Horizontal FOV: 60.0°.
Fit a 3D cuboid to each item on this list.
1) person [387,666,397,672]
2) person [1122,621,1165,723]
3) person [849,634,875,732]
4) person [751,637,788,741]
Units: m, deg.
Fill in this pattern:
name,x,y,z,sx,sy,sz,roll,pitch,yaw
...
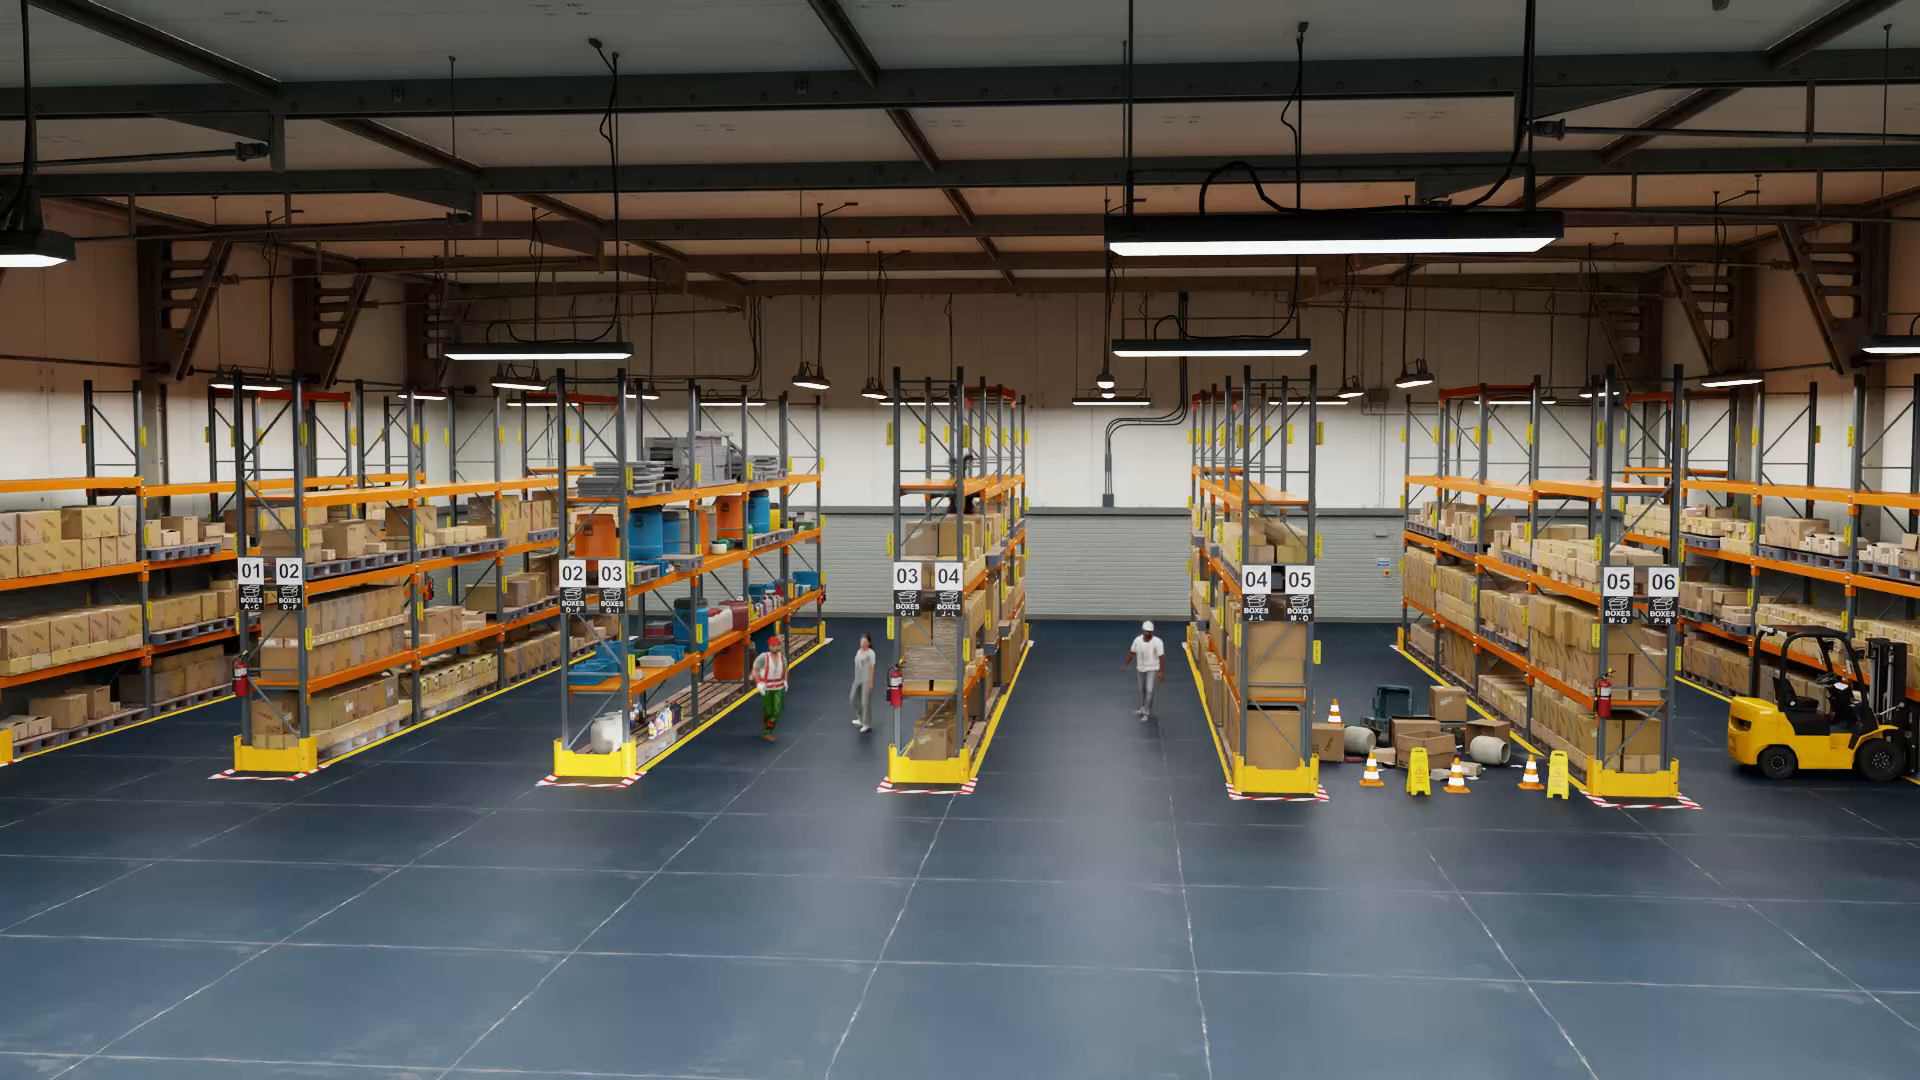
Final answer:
name,x,y,z,sx,sy,sz,roll,pitch,yaw
person,-11.518,2.145,33.420,0.674,1.580,0.993,-1,4,-16
person,3.264,2.304,29.435,0.758,1.760,0.767,3,5,40
person,-1.625,2.426,28.283,0.571,1.696,0.461,3,4,38
person,-3.141,2.441,27.440,0.656,1.725,0.583,-2,4,-25
